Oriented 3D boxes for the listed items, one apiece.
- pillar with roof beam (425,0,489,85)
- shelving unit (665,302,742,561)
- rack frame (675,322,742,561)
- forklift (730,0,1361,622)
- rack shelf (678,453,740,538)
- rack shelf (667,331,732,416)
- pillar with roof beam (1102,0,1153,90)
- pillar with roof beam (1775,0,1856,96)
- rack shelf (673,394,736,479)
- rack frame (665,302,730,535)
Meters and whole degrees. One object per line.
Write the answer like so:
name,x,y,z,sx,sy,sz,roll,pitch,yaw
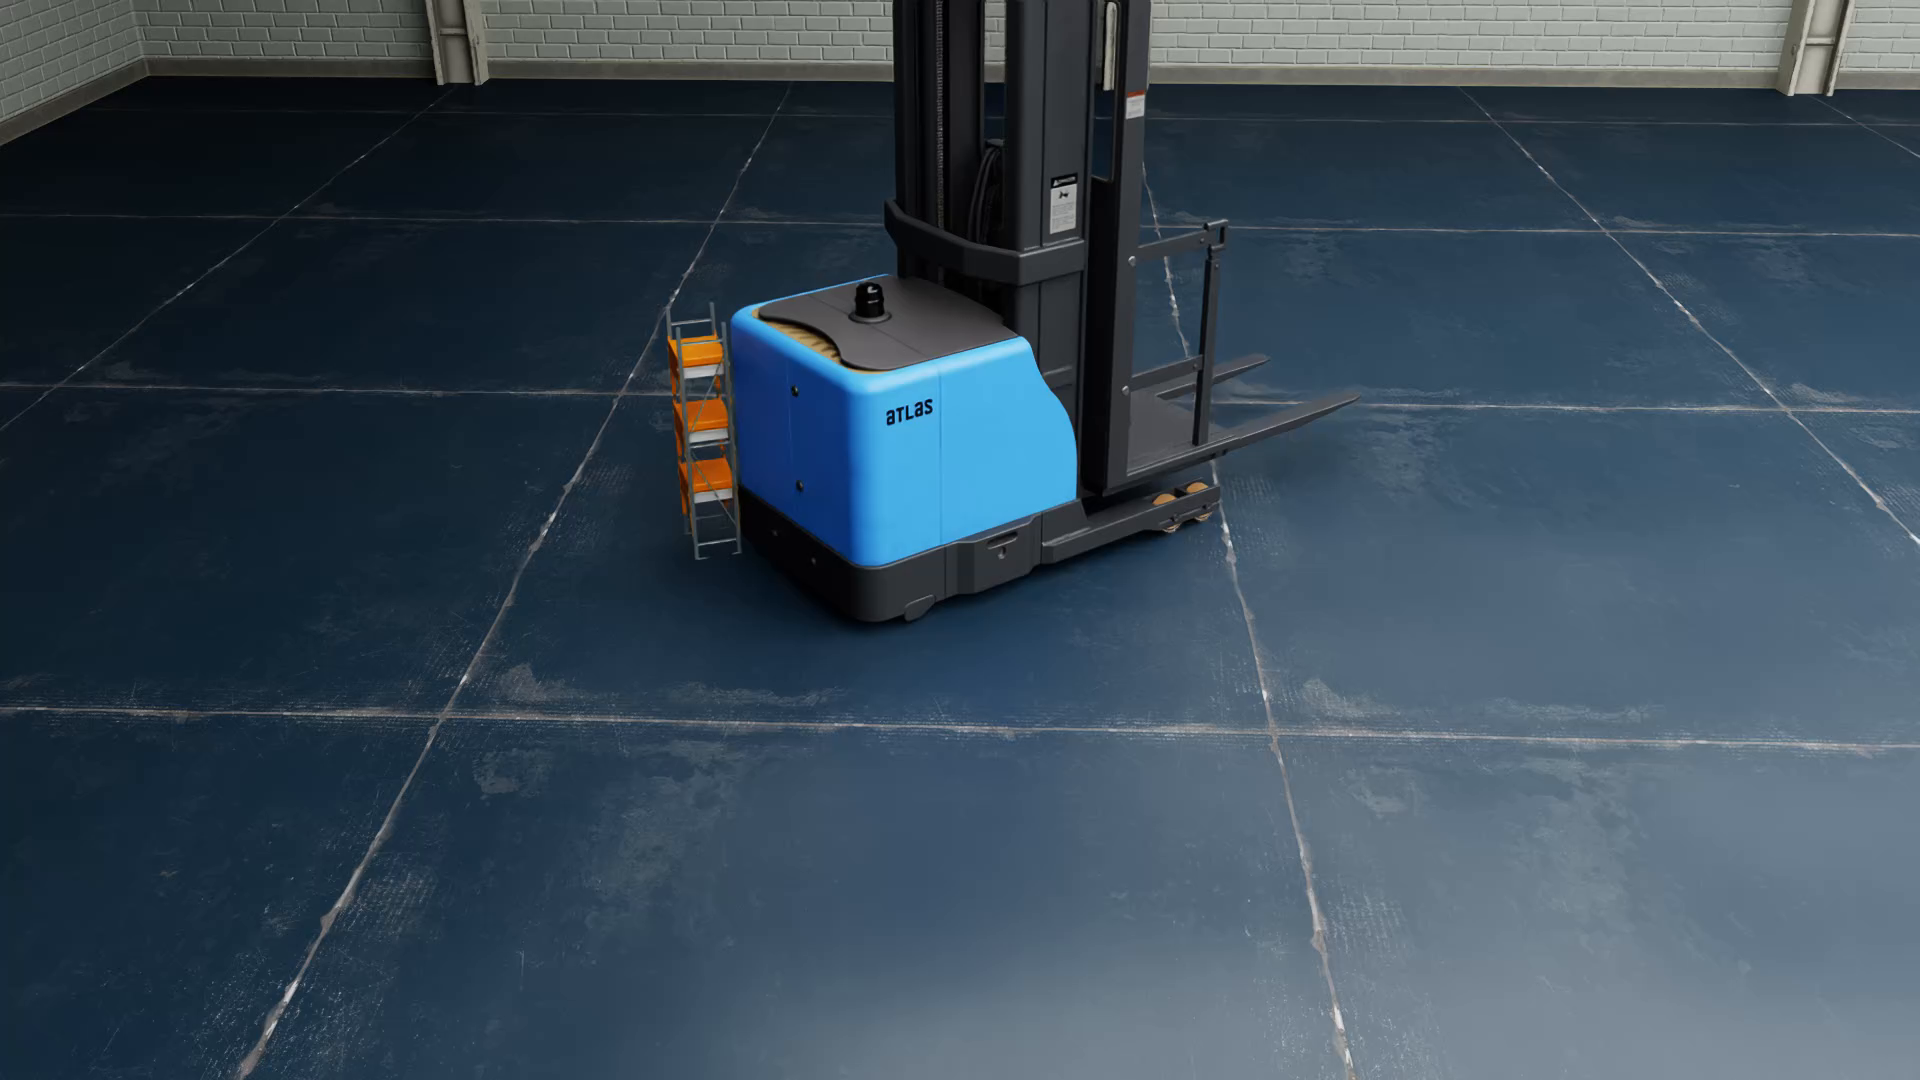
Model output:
pillar with roof beam,-4.667,-6.135,9.216,0.400,9.000,9.100,1,28,2
shelving unit,-1.072,-0.446,6.971,0.215,1.050,0.252,-9,29,-16
rack frame,-1.034,-0.392,6.869,0.200,1.050,0.008,-9,29,-16
forklift,0.543,-1.509,6.967,3.031,2.935,1.130,-19,33,-32
rack shelf,-1.072,-0.192,7.106,0.215,0.259,0.240,-9,29,-16
rack shelf,-1.072,-0.688,6.843,0.215,0.259,0.240,-9,29,-16
pillar with roof beam,1.329,-6.036,9.029,0.400,9.000,9.100,1,28,2
pillar with roof beam,7.326,-5.937,8.842,0.400,9.000,9.100,1,28,2
rack shelf,-1.072,-0.437,6.976,0.215,0.259,0.240,-9,29,-16
rack frame,-1.110,-0.501,7.074,0.200,1.050,0.008,-9,29,-16
